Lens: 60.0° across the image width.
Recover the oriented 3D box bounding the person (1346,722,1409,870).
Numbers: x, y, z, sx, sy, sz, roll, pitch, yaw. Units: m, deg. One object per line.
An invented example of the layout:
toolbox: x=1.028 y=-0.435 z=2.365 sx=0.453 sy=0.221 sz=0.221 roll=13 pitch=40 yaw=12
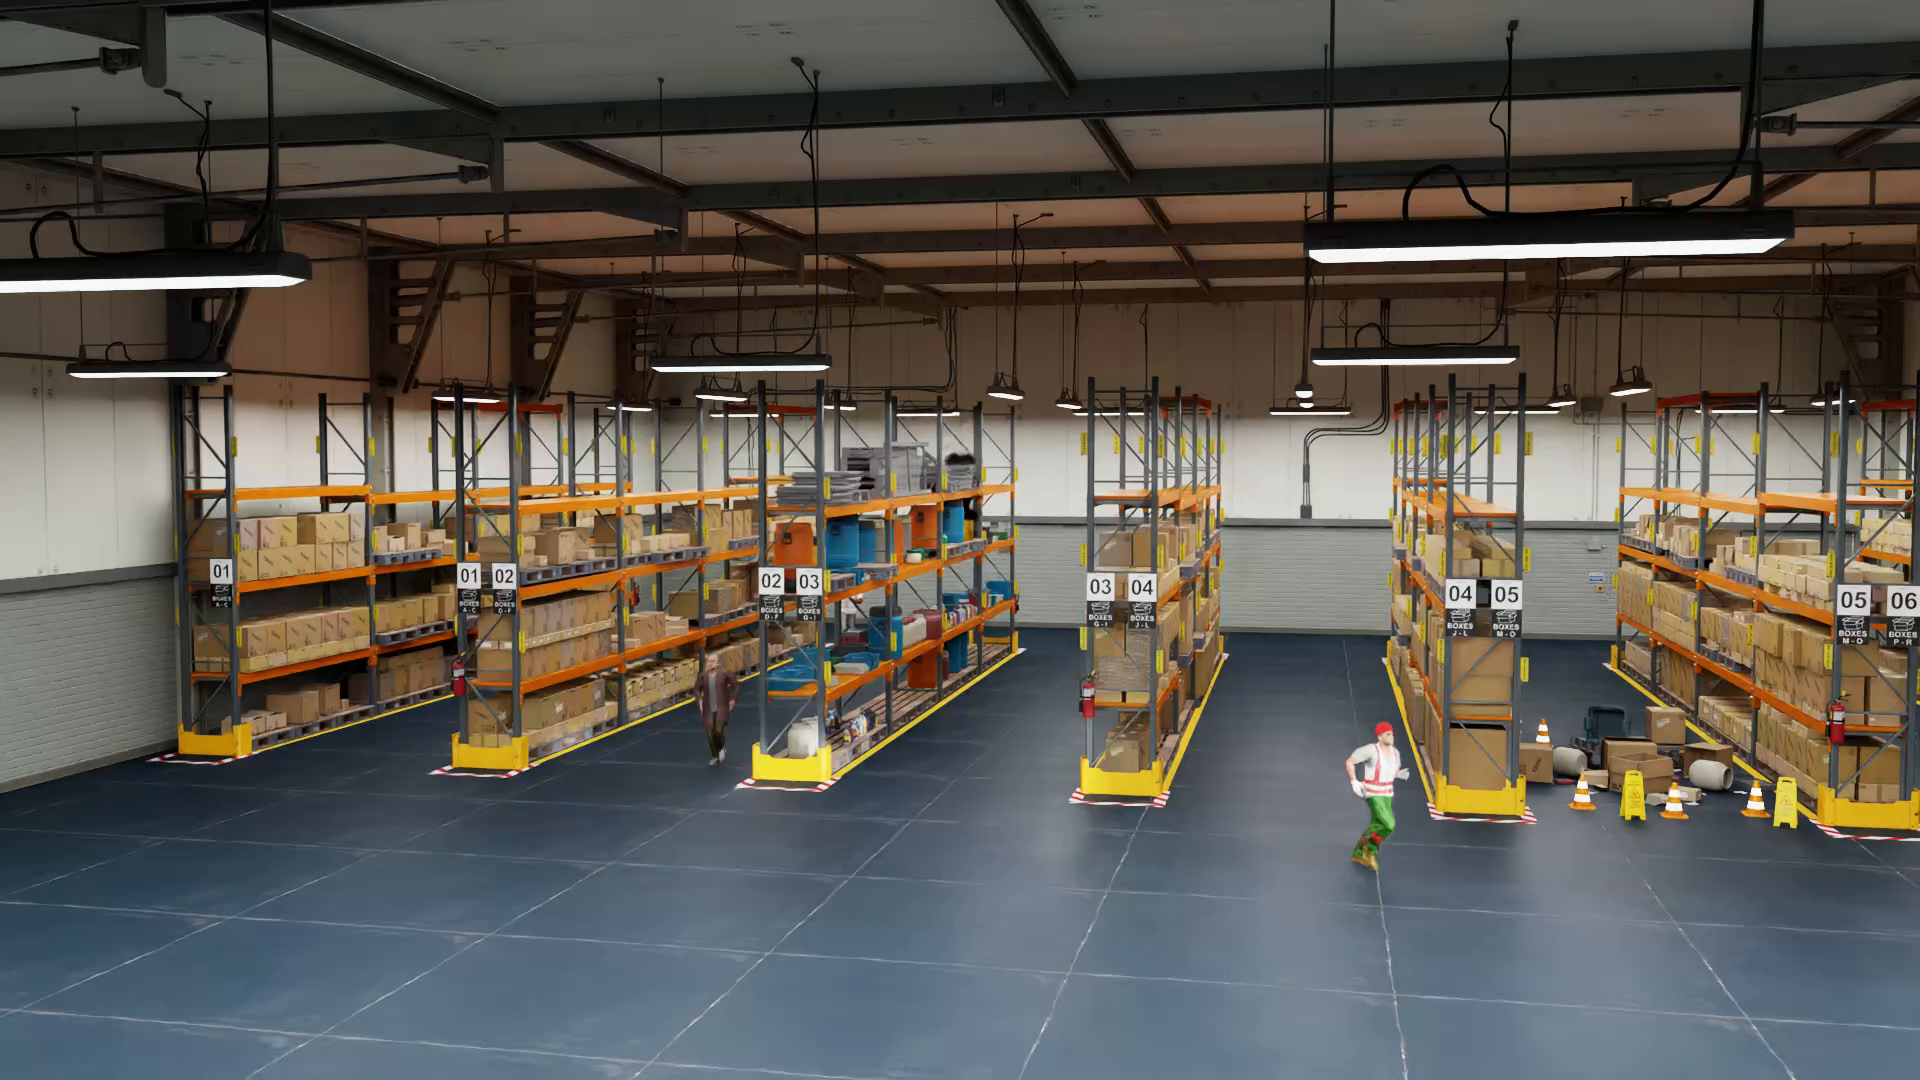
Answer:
person: x=4.942 y=3.015 z=19.598 sx=0.647 sy=1.750 sz=0.735 roll=-2 pitch=4 yaw=-36

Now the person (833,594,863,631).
person: x=-2.571 y=1.673 z=38.071 sx=0.693 sy=1.788 sz=0.882 roll=0 pitch=3 yaw=-1

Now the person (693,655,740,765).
person: x=-3.850 y=2.678 z=26.114 sx=0.721 sy=1.729 sz=0.578 roll=0 pitch=3 yaw=6
